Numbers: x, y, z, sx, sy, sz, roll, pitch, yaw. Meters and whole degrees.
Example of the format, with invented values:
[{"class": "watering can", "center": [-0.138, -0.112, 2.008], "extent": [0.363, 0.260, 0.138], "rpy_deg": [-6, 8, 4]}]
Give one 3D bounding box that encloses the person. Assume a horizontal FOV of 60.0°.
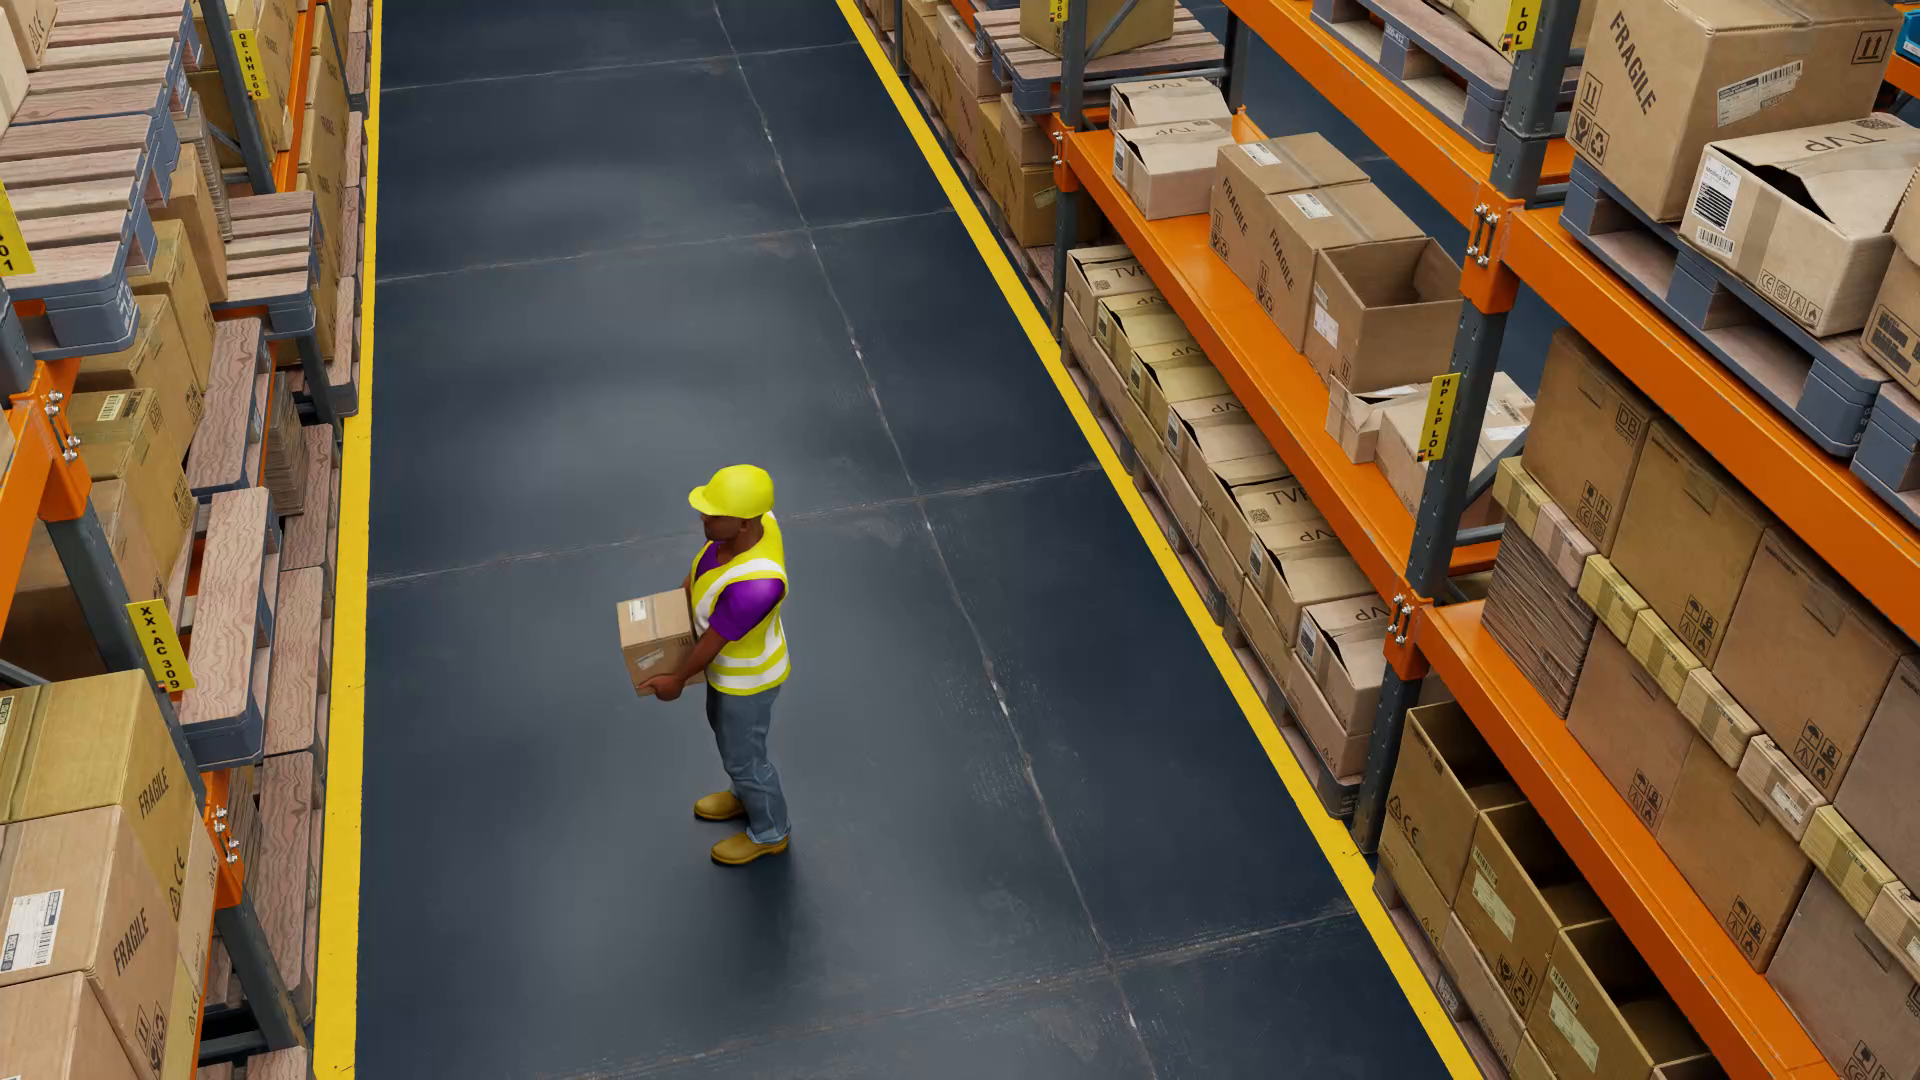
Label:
[{"class": "person", "center": [-0.897, 0.470, 6.096], "extent": [0.581, 1.761, 0.504], "rpy_deg": [-8, 39, -10]}]
